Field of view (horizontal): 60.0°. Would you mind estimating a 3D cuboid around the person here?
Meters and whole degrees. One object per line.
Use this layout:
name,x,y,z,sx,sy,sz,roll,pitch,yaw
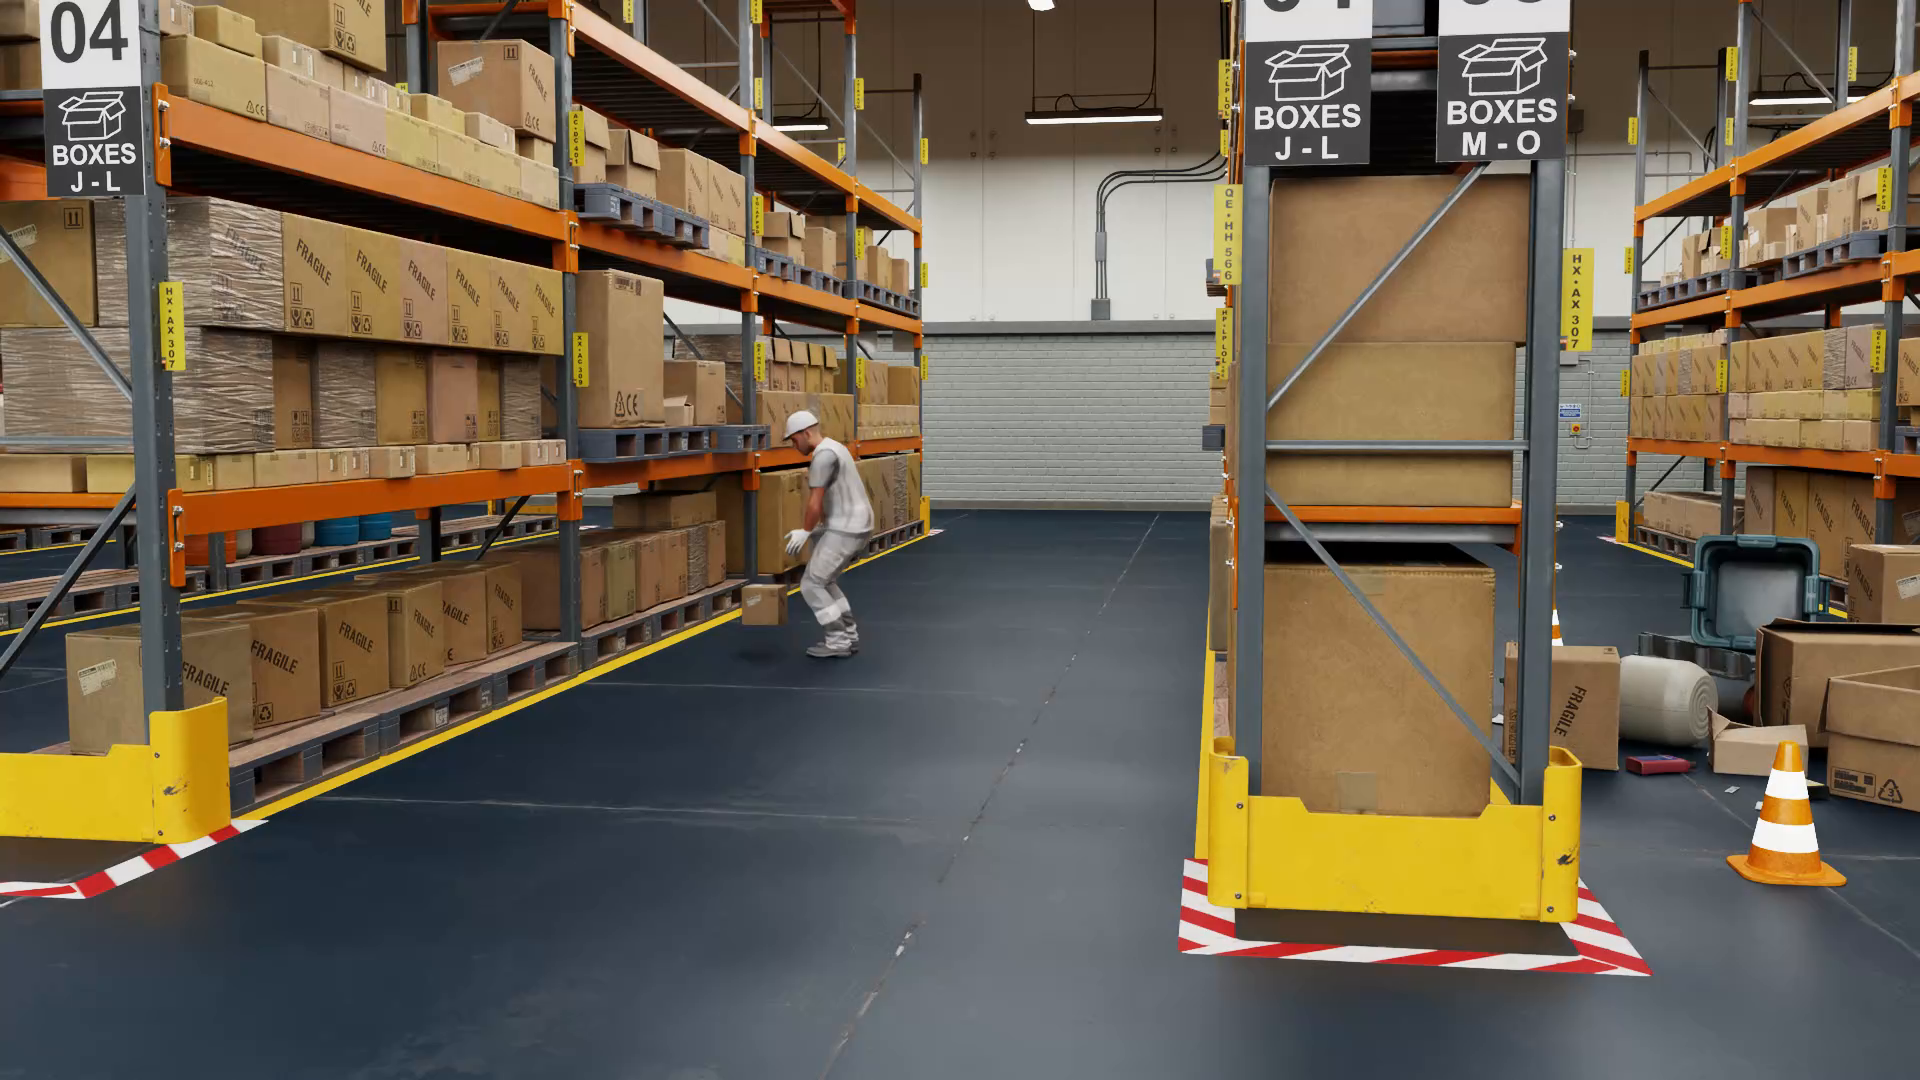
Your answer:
person,-0.885,-0.042,11.044,0.602,1.627,0.568,1,4,10
